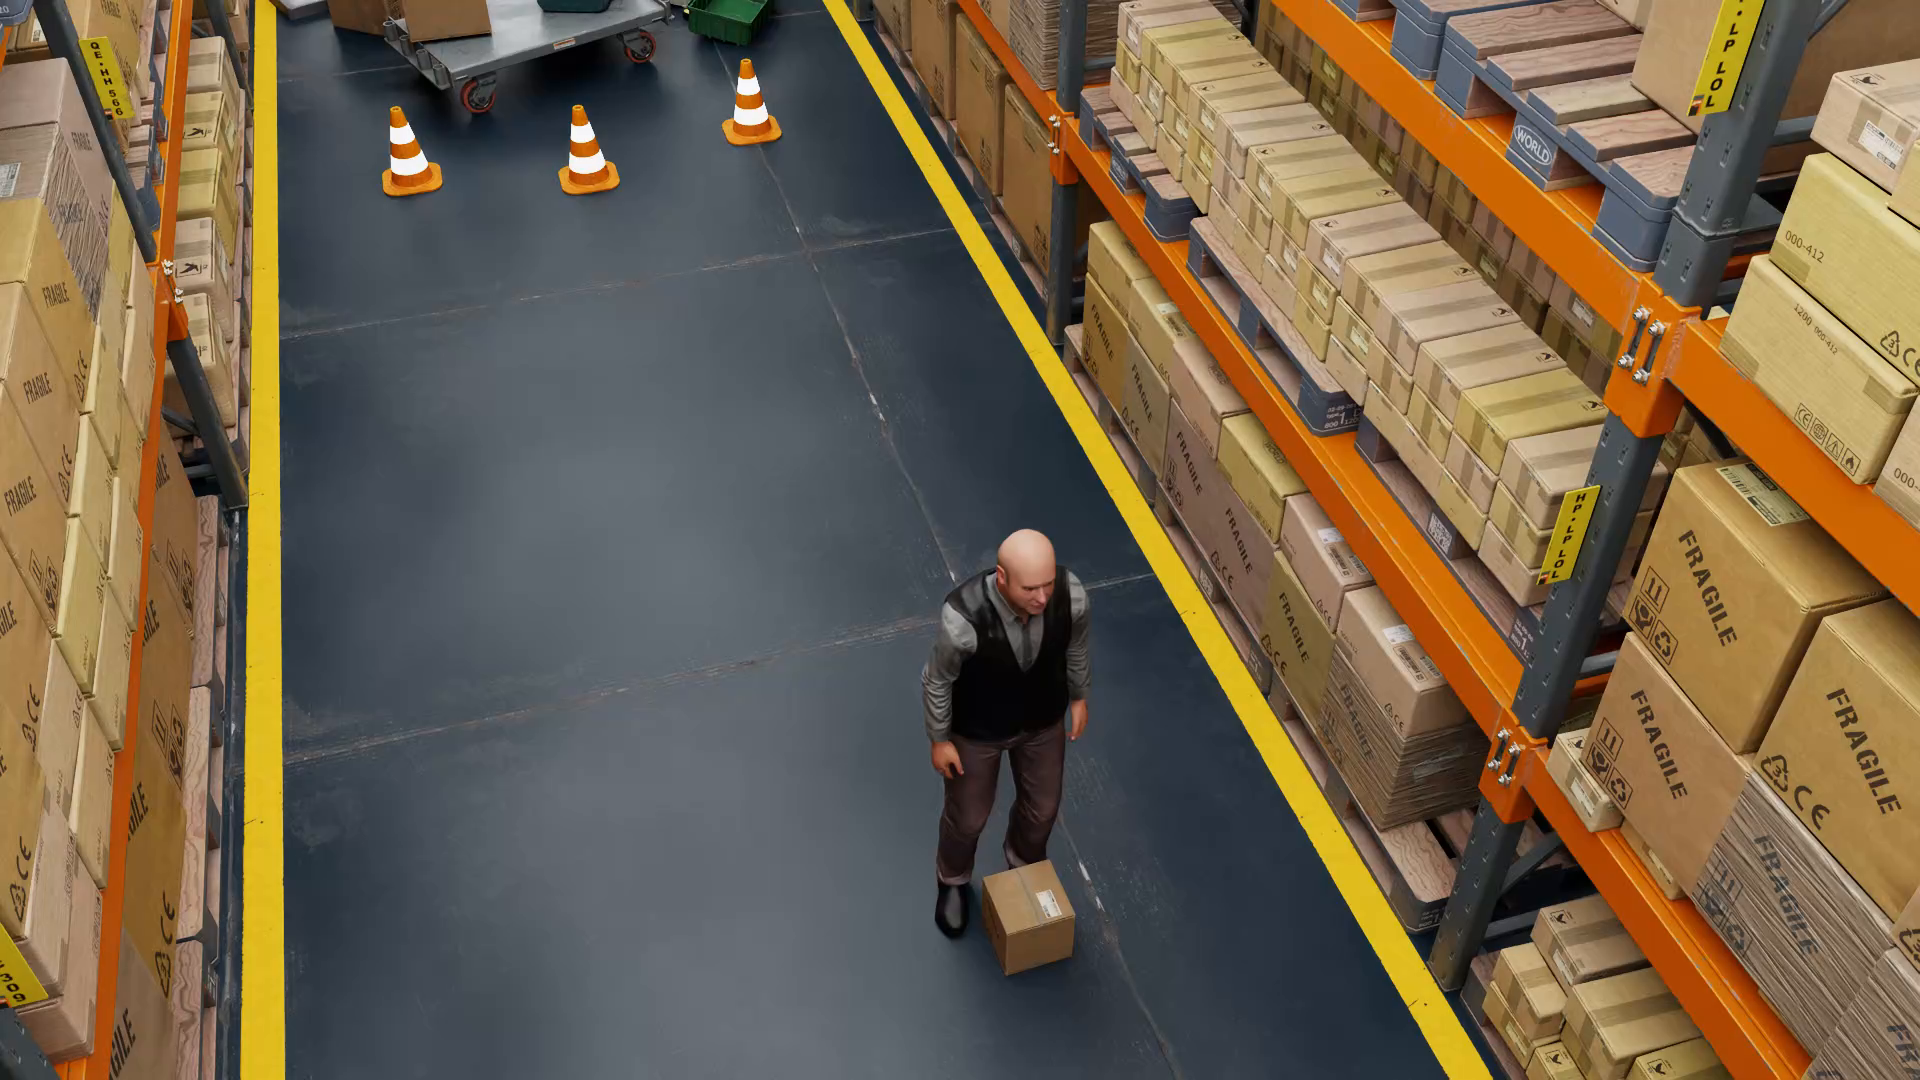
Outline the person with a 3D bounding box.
[{"bbox_3d":[0.162,0.608,5.502,0.593,1.721,0.473,-14,44,-15],"label":"person"}]
